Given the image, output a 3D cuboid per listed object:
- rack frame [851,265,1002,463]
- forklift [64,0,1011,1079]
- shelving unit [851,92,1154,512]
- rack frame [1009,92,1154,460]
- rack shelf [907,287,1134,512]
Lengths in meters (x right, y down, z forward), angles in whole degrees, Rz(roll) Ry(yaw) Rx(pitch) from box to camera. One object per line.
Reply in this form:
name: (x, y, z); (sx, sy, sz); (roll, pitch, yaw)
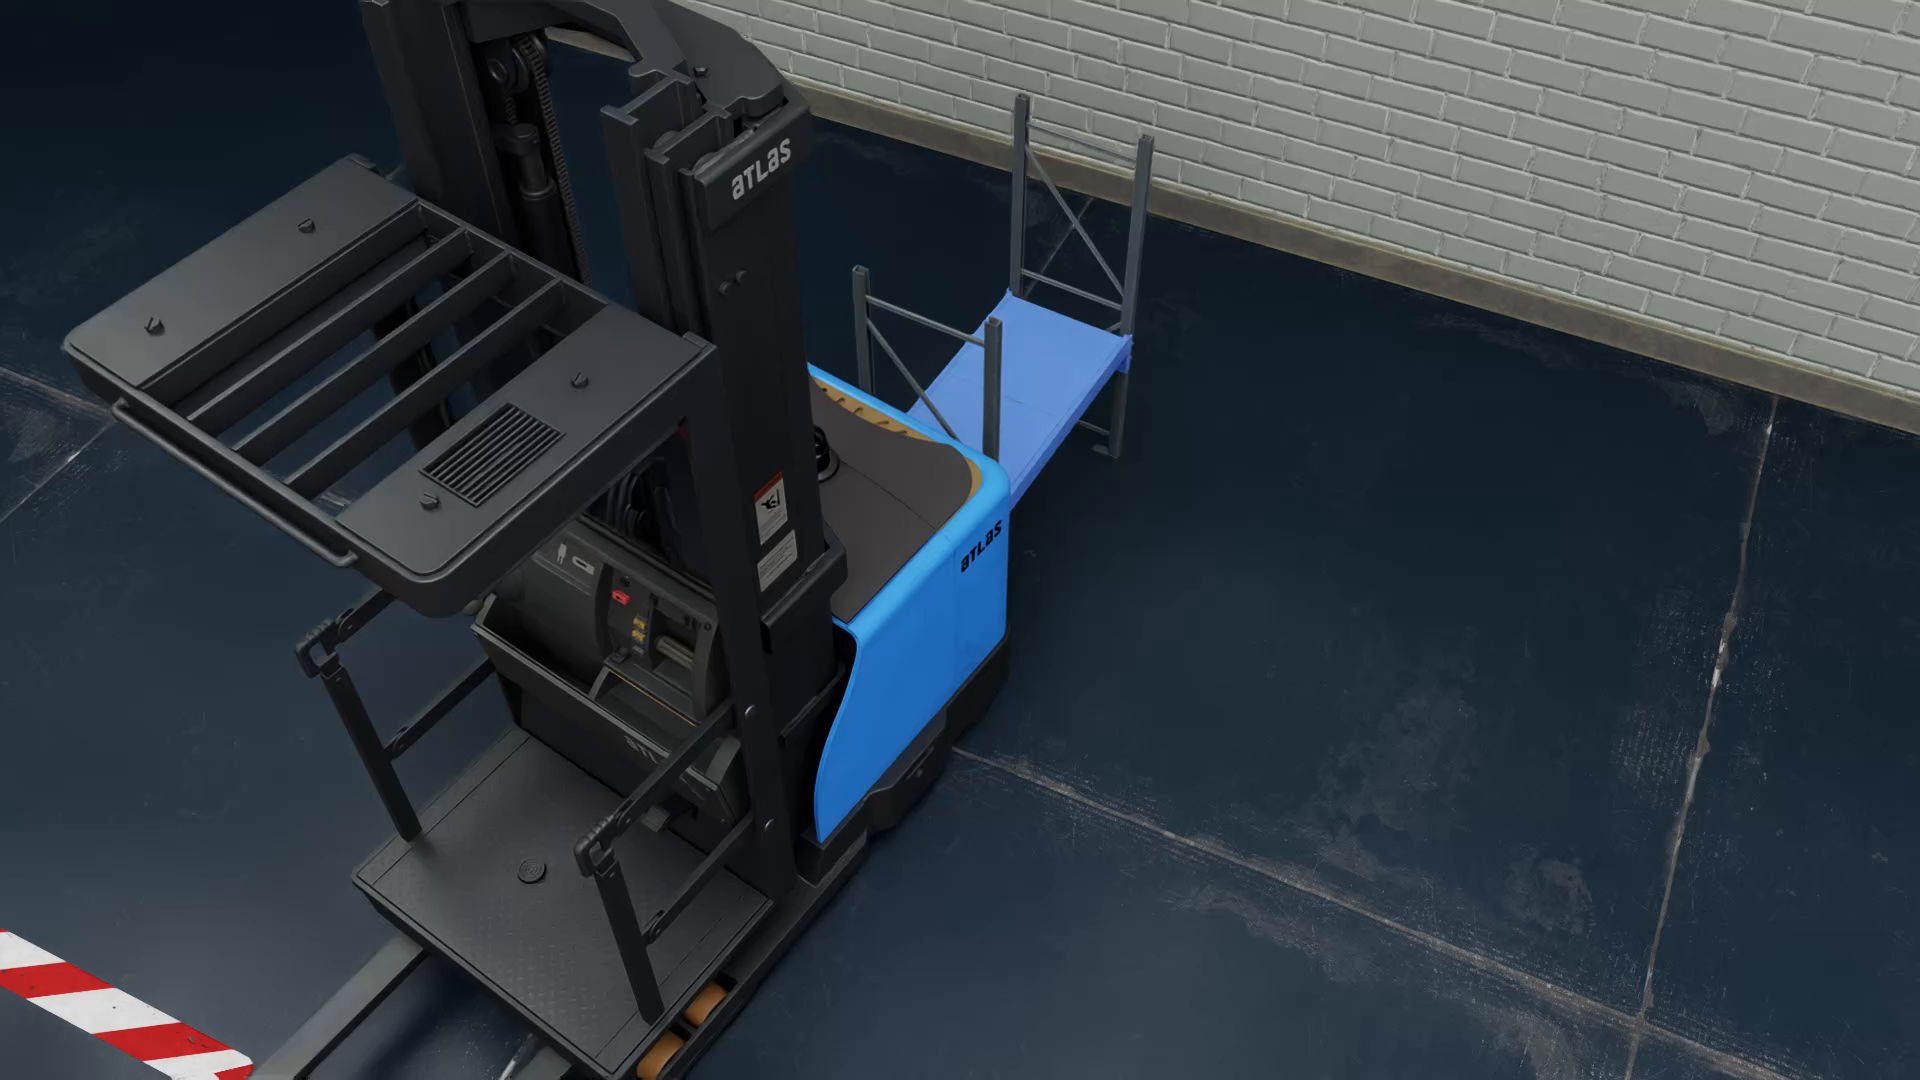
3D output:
rack frame: (-0.101, -0.235, 5.465); (0.500, 1.500, 0.032); (24, 54, 19)
forklift: (-1.102, 0.227, 4.133); (1.130, 2.935, 3.031); (29, 55, 22)
shelving unit: (0.153, -0.570, 5.751); (0.538, 1.500, 1.048); (24, 54, 19)
rack frame: (0.407, -0.906, 6.036); (0.500, 1.500, 0.032); (24, 54, 19)
rack shelf: (0.153, -0.454, 5.887); (0.538, 0.185, 1.000); (24, 54, 19)
